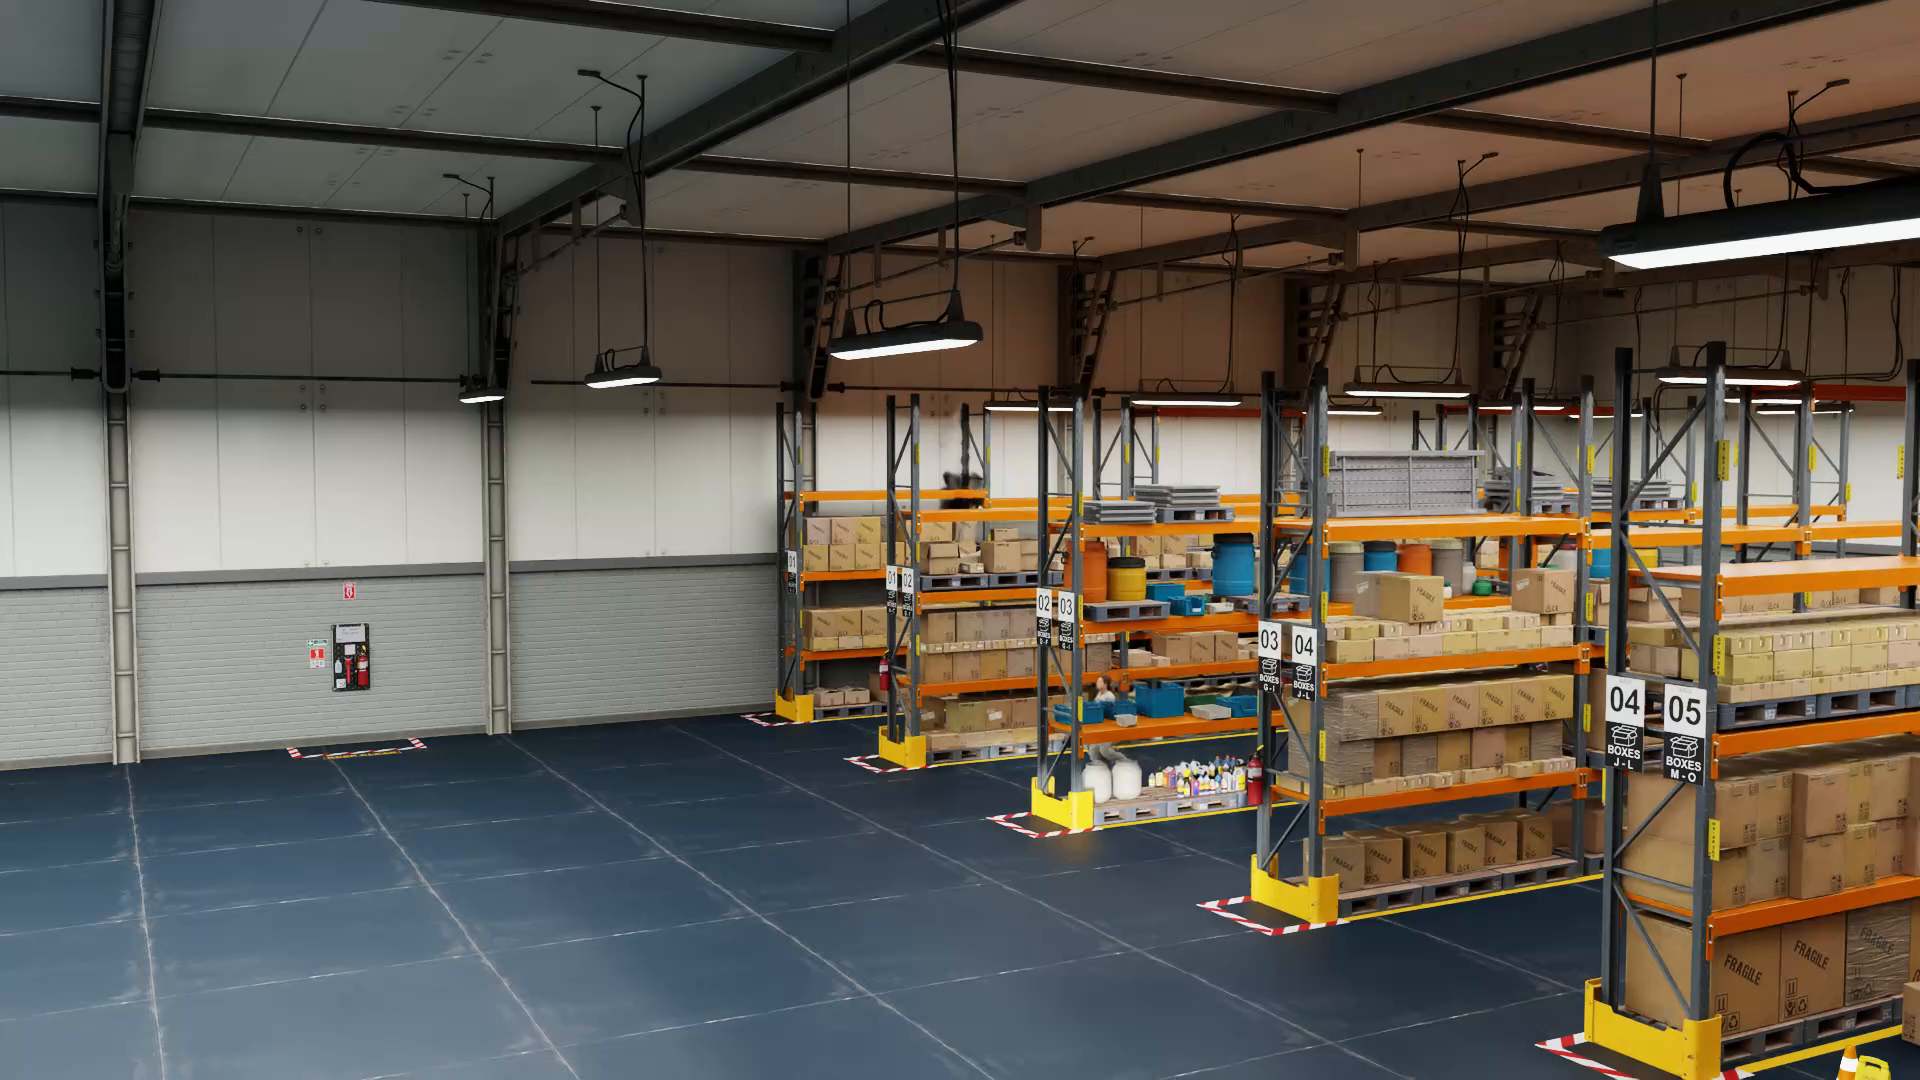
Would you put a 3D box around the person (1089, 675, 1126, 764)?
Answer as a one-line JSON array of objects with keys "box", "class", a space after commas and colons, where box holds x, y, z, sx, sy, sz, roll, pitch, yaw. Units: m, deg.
[{"box": [2.278, 2.856, 25.569, 0.658, 1.581, 0.563, -2, 4, -31], "class": "person"}]
